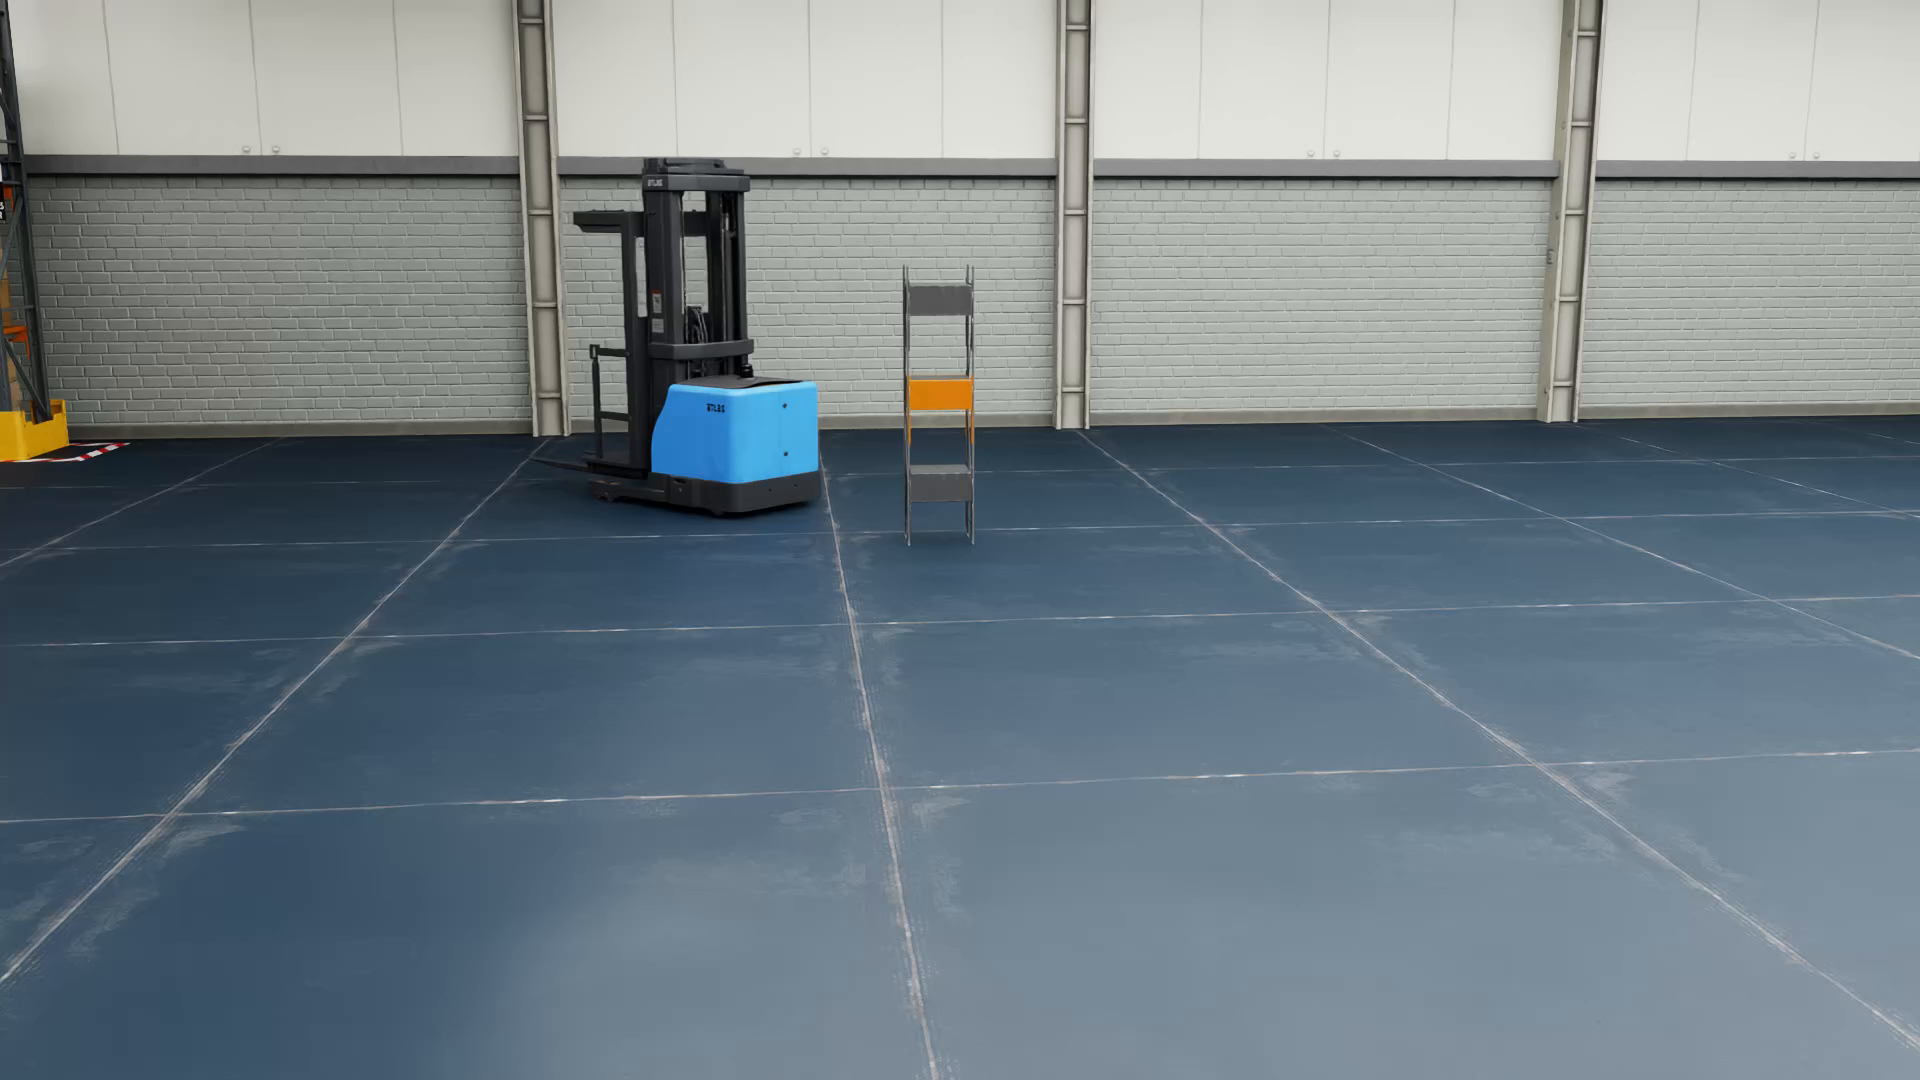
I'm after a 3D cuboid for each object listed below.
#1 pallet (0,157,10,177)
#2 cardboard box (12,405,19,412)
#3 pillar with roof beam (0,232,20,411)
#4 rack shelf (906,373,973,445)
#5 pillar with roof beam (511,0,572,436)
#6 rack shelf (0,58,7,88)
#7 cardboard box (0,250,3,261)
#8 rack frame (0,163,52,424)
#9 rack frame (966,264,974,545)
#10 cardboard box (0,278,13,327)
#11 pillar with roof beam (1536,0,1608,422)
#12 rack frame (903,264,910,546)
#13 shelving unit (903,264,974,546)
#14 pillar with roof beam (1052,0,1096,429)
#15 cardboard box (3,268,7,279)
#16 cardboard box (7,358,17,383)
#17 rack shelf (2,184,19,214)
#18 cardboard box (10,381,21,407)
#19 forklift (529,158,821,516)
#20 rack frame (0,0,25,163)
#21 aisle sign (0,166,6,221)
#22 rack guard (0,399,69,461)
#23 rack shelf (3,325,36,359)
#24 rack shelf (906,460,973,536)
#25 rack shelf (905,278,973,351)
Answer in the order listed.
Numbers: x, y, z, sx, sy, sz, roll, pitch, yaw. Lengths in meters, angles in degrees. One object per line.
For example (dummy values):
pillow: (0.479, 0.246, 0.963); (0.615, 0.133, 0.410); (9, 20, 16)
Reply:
pallet: (-10.538, -3.813, 16.941); (1.213, 0.211, 1.003); (-1, 11, -6)
cardboard box: (-10.342, -1.279, 17.635); (0.500, 0.250, 0.500); (-1, 11, -6)
pillar with roof beam: (-10.157, -4.671, 13.299); (0.400, 9.000, 9.100); (-1, 11, -6)
rack shelf: (-0.165, -1.013, 12.651); (0.480, 0.518, 0.431); (-1, 11, -6)
pillar with roof beam: (-4.192, -4.796, 13.935); (0.400, 9.000, 9.100); (-1, 11, -6)
rack shelf: (-11.821, -4.747, 16.589); (4.000, 0.370, 1.077); (-1, 11, -6)
cardboard box: (-10.190, -2.942, 17.344); (0.250, 0.149, 0.380); (-1, 11, -7)
rack frame: (-9.833, -2.394, 17.272); (0.127, 3.000, 1.000); (-1, 11, -6)
rack frame: (0.078, -1.032, 12.674); (0.015, 2.100, 0.400); (-1, 11, -6)
cardboard box: (-10.355, -2.486, 17.481); (0.500, 0.500, 0.500); (-1, 11, -4)
pillar with roof beam: (7.737, -5.046, 15.207); (0.400, 9.000, 9.100); (-1, 11, -6)
rack frame: (-0.407, -1.022, 12.622); (0.015, 2.100, 0.400); (-1, 11, -6)
shelving unit: (-0.165, -1.027, 12.648); (0.503, 2.100, 0.431); (-1, 11, -6)
pillar with roof beam: (1.773, -4.921, 14.571); (0.400, 9.000, 9.100); (-1, 11, -6)
cardboard box: (-10.198, -2.805, 17.417); (0.250, 0.149, 0.380); (-1, 11, -8)
cardboard box: (-10.331, -1.768, 17.534); (0.500, 0.250, 0.500); (-1, 11, -7)
rack shelf: (-11.821, -3.472, 16.840); (4.000, 0.370, 1.077); (-1, 11, -6)
cardboard box: (-10.322, -1.527, 17.601); (0.500, 0.250, 0.500); (-1, 11, -5)
forklift: (-2.663, -1.848, 14.669); (3.031, 2.935, 1.130); (9, 14, 39)
rack frame: (-9.833, -5.338, 16.693); (0.127, 3.000, 1.000); (-1, 11, -6)
aisle sign: (-9.736, -3.615, 16.742); (0.004, 0.787, 0.394); (-1, 11, -6)
rack guard: (-9.809, -1.168, 17.516); (0.348, 0.500, 1.175); (-1, 11, -6)
rack shelf: (-11.821, -2.000, 17.129); (4.000, 0.370, 1.077); (-1, 11, -6)
rack shelf: (-0.165, -0.327, 12.786); (0.480, 0.518, 0.431); (-1, 11, -6)
rack shelf: (-0.165, -1.700, 12.516); (0.480, 0.518, 0.431); (-1, 11, -6)
